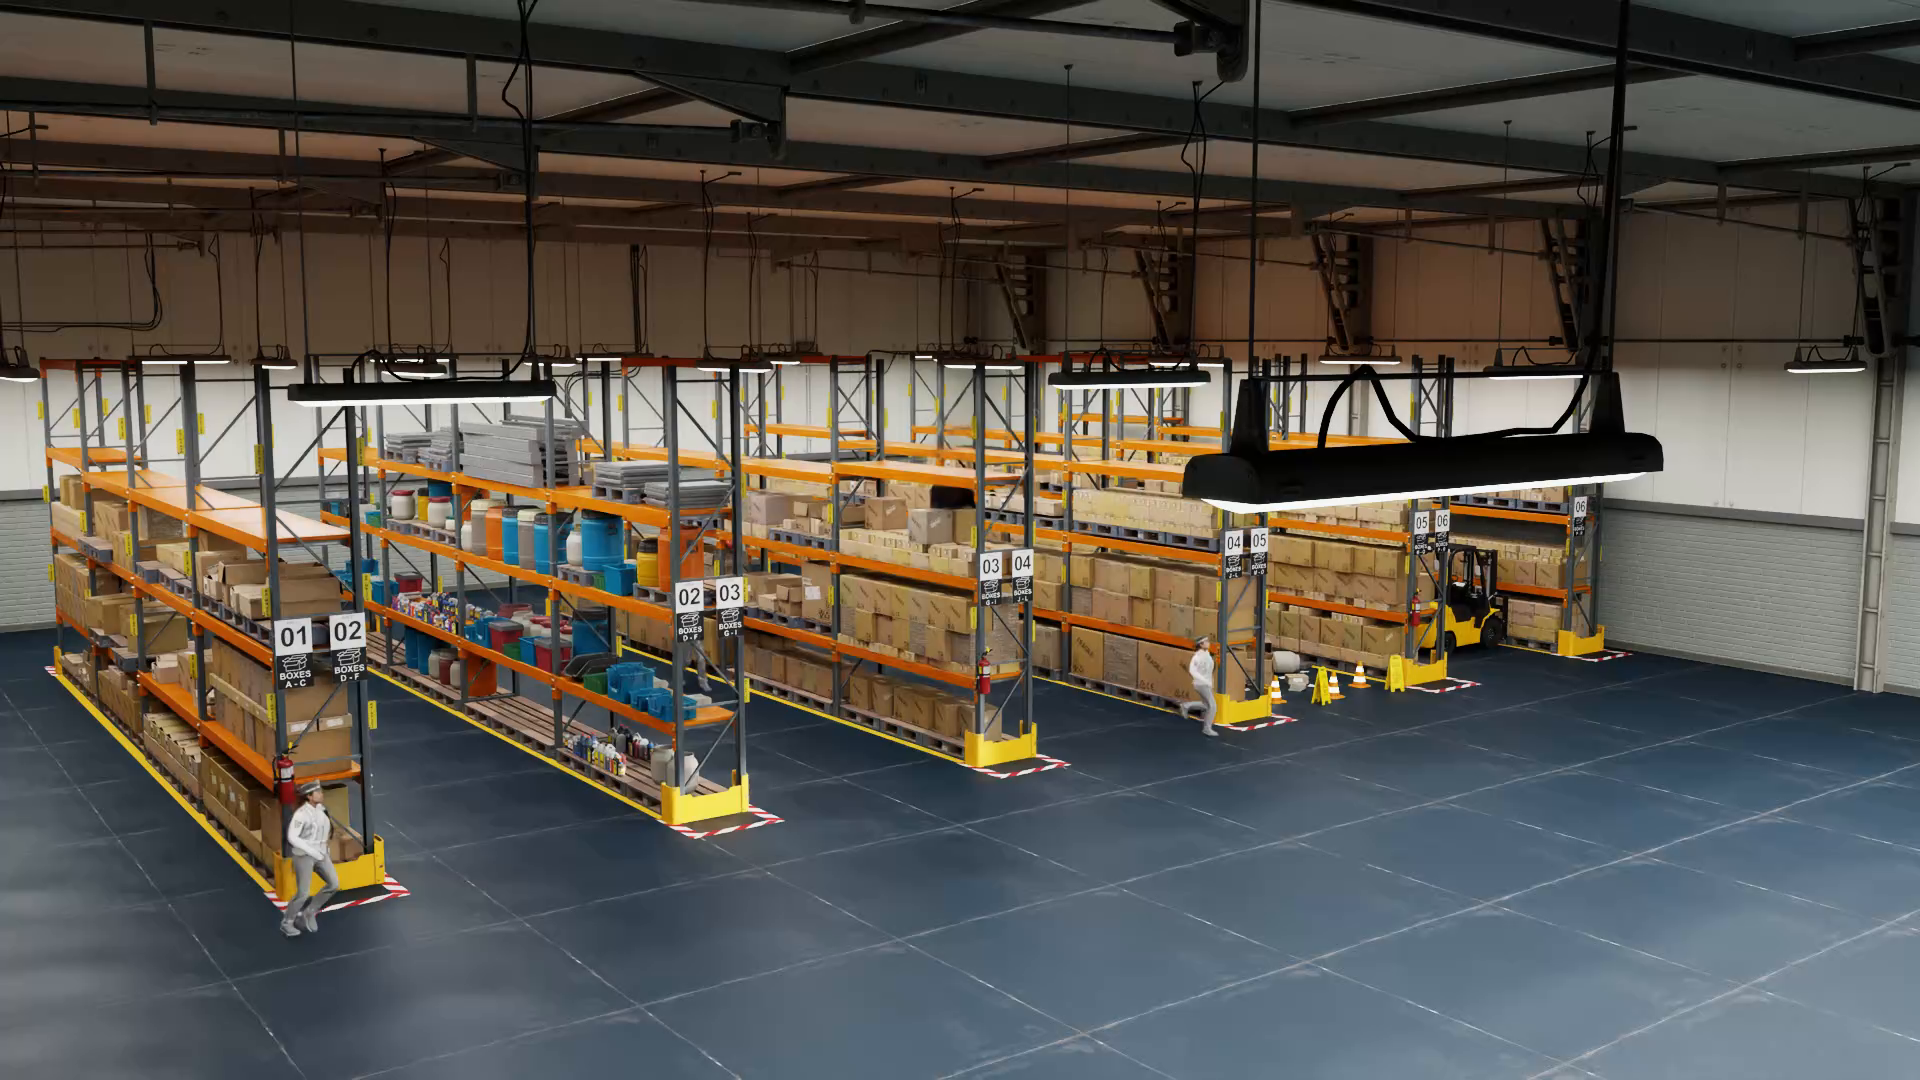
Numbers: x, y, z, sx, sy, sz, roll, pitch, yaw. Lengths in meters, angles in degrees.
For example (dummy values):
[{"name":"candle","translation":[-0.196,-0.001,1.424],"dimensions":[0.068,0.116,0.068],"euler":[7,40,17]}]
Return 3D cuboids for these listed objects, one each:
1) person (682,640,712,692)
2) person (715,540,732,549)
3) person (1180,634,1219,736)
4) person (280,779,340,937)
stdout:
[{"name":"person","translation":[-4.862,1.818,30.117],"dimensions":[0.652,1.793,0.902],"euler":[-7,10,-44]},{"name":"person","translation":[-5.902,0.602,40.827],"dimensions":[0.685,1.702,0.606],"euler":[4,8,31]},{"name":"person","translation":[3.858,2.321,26.784],"dimensions":[0.672,1.669,0.636],"euler":[3,7,22]},{"name":"person","translation":[-6.934,3.378,17.831],"dimensions":[0.585,1.639,0.658],"euler":[2,7,18]}]
